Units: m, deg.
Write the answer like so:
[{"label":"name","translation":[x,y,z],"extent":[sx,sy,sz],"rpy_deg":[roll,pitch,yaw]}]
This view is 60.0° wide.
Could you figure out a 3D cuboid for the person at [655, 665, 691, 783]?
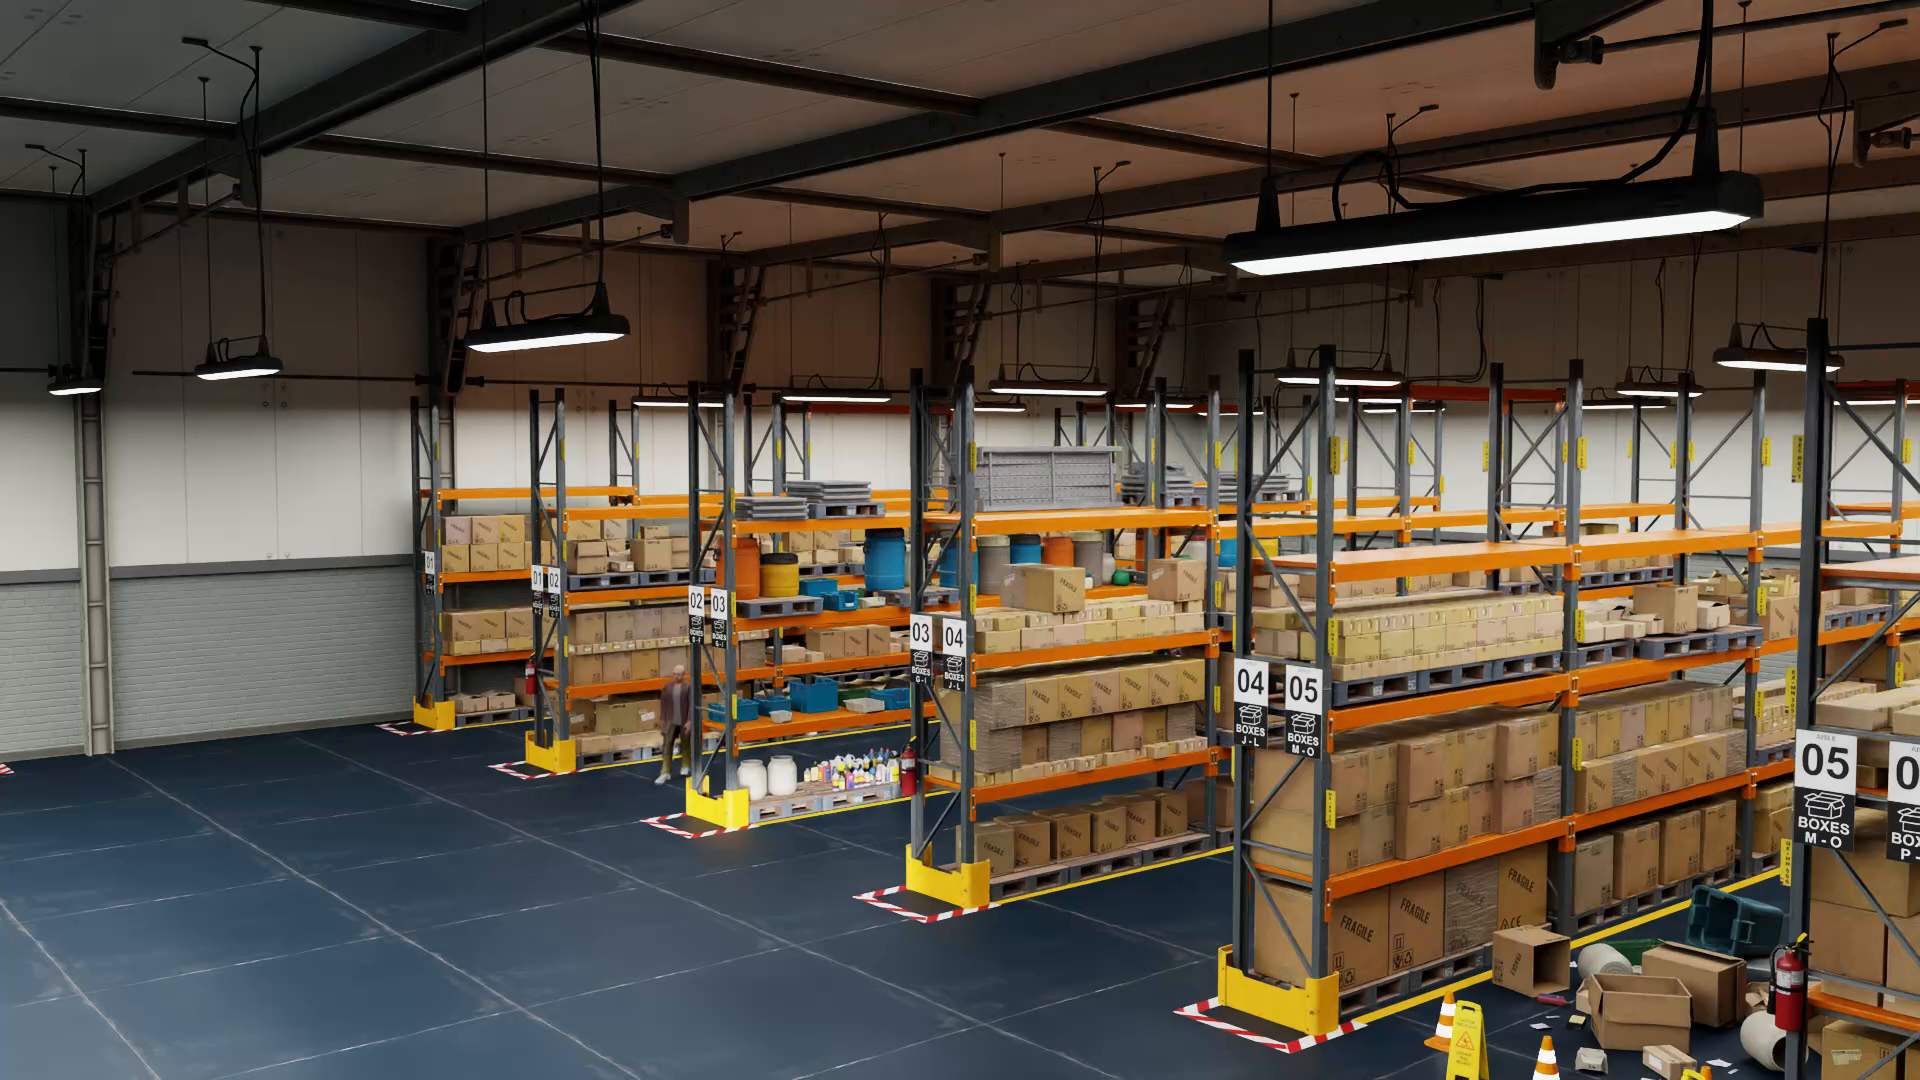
[{"label":"person","translation":[-4.304,2.776,25.368],"extent":[0.561,1.730,1.030],"rpy_deg":[0,3,-5]}]
